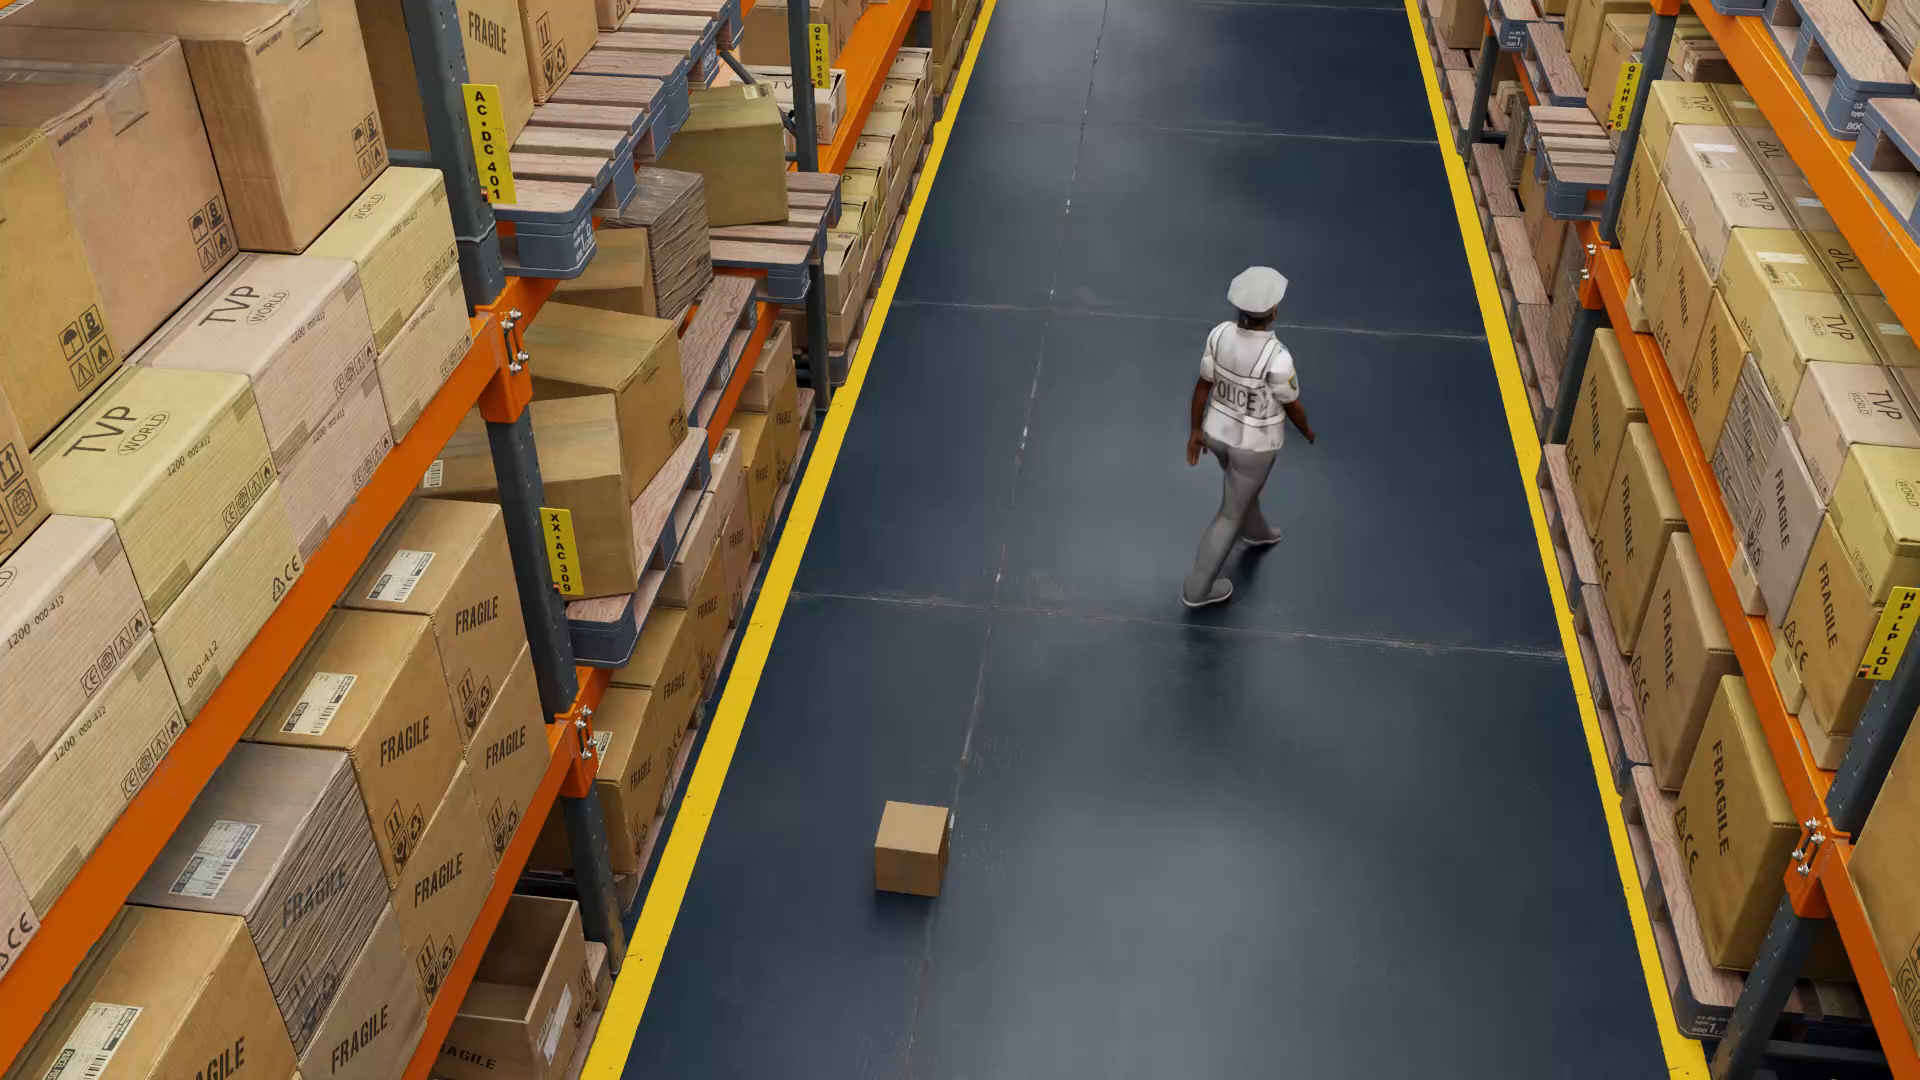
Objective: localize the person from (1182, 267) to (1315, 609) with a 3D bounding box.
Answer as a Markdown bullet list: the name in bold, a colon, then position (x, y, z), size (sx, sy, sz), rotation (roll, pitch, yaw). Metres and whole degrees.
- **person**: position (1.367, -0.499, 7.697), size (0.855, 1.691, 0.457), rotation (-26, 44, -31)
